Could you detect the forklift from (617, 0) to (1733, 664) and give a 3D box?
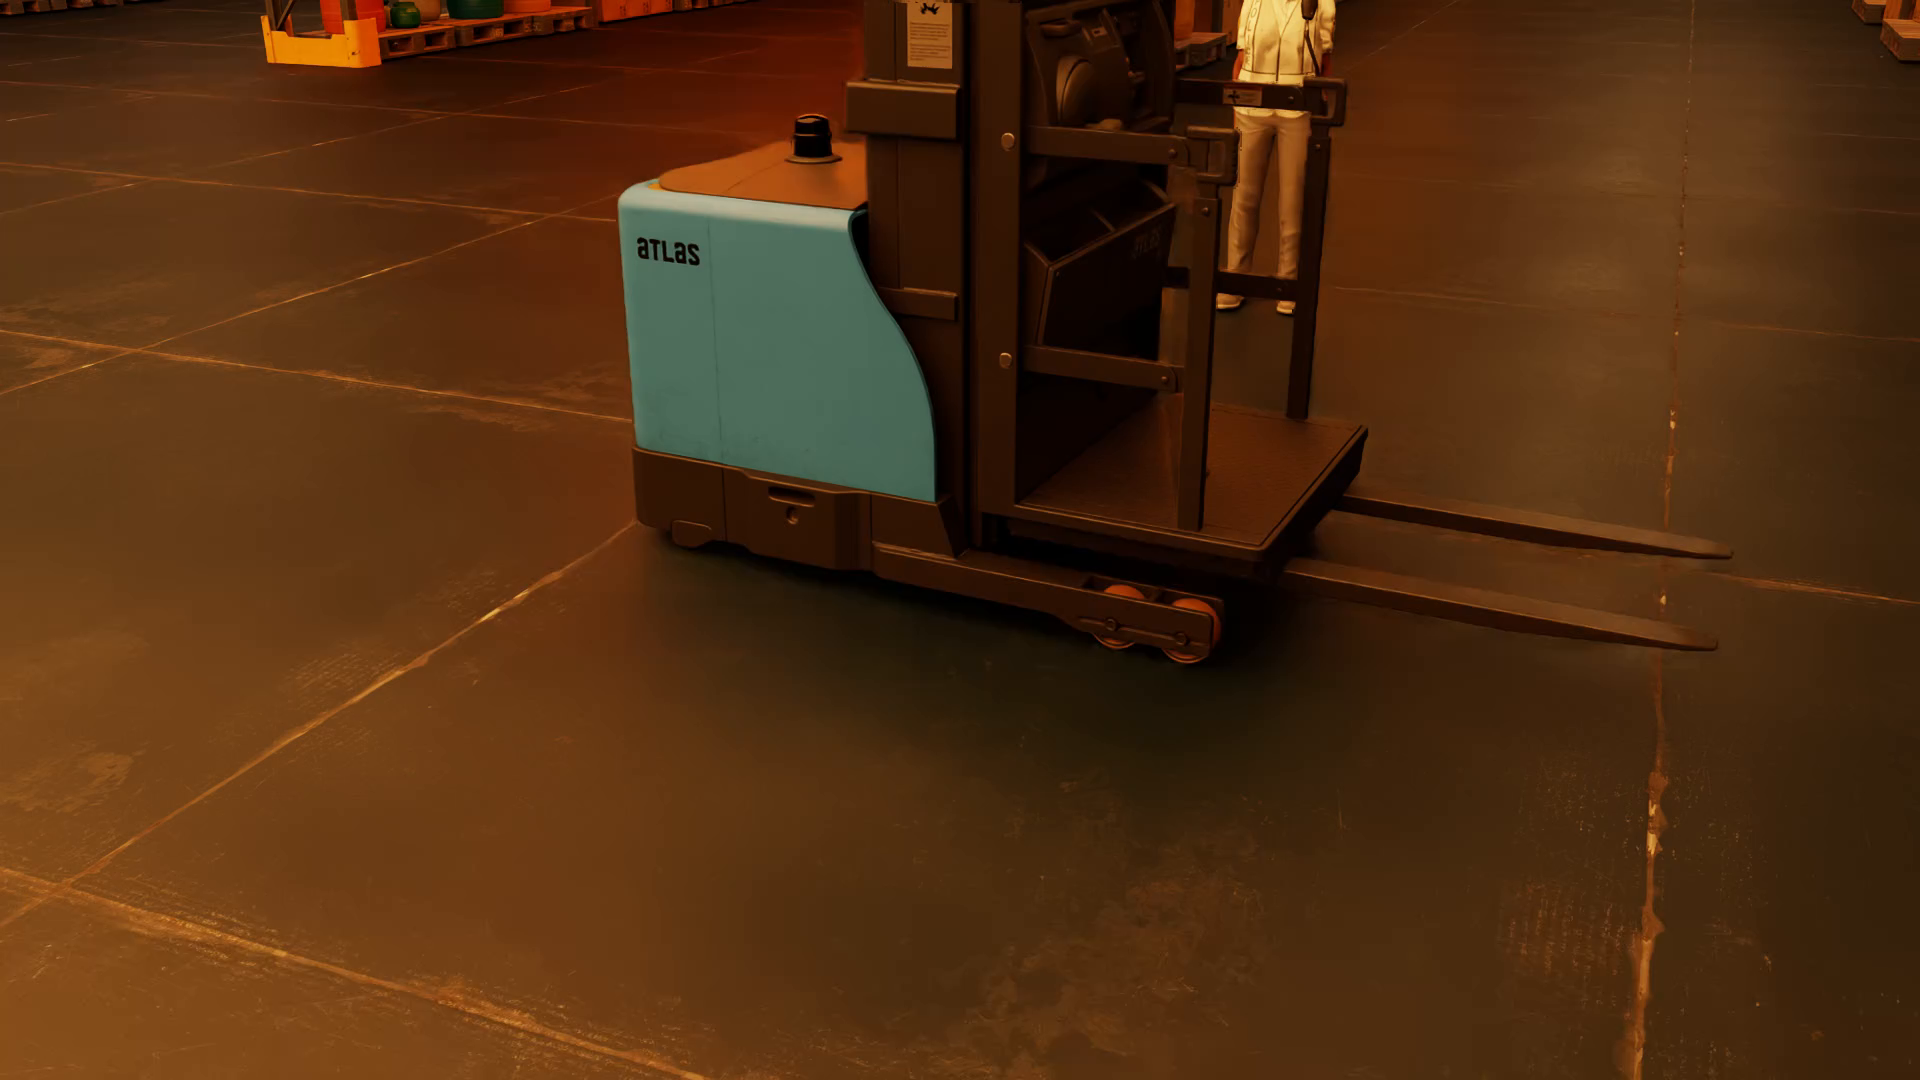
[{"bbox_3d":[0.565,-1.265,4.318,3.031,2.935,1.130,11,25,24],"label":"forklift"}]

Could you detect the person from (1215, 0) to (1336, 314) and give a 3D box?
[{"bbox_3d":[1.400,-1.861,7.358,0.446,1.693,0.342,6,23,14],"label":"person"}]
